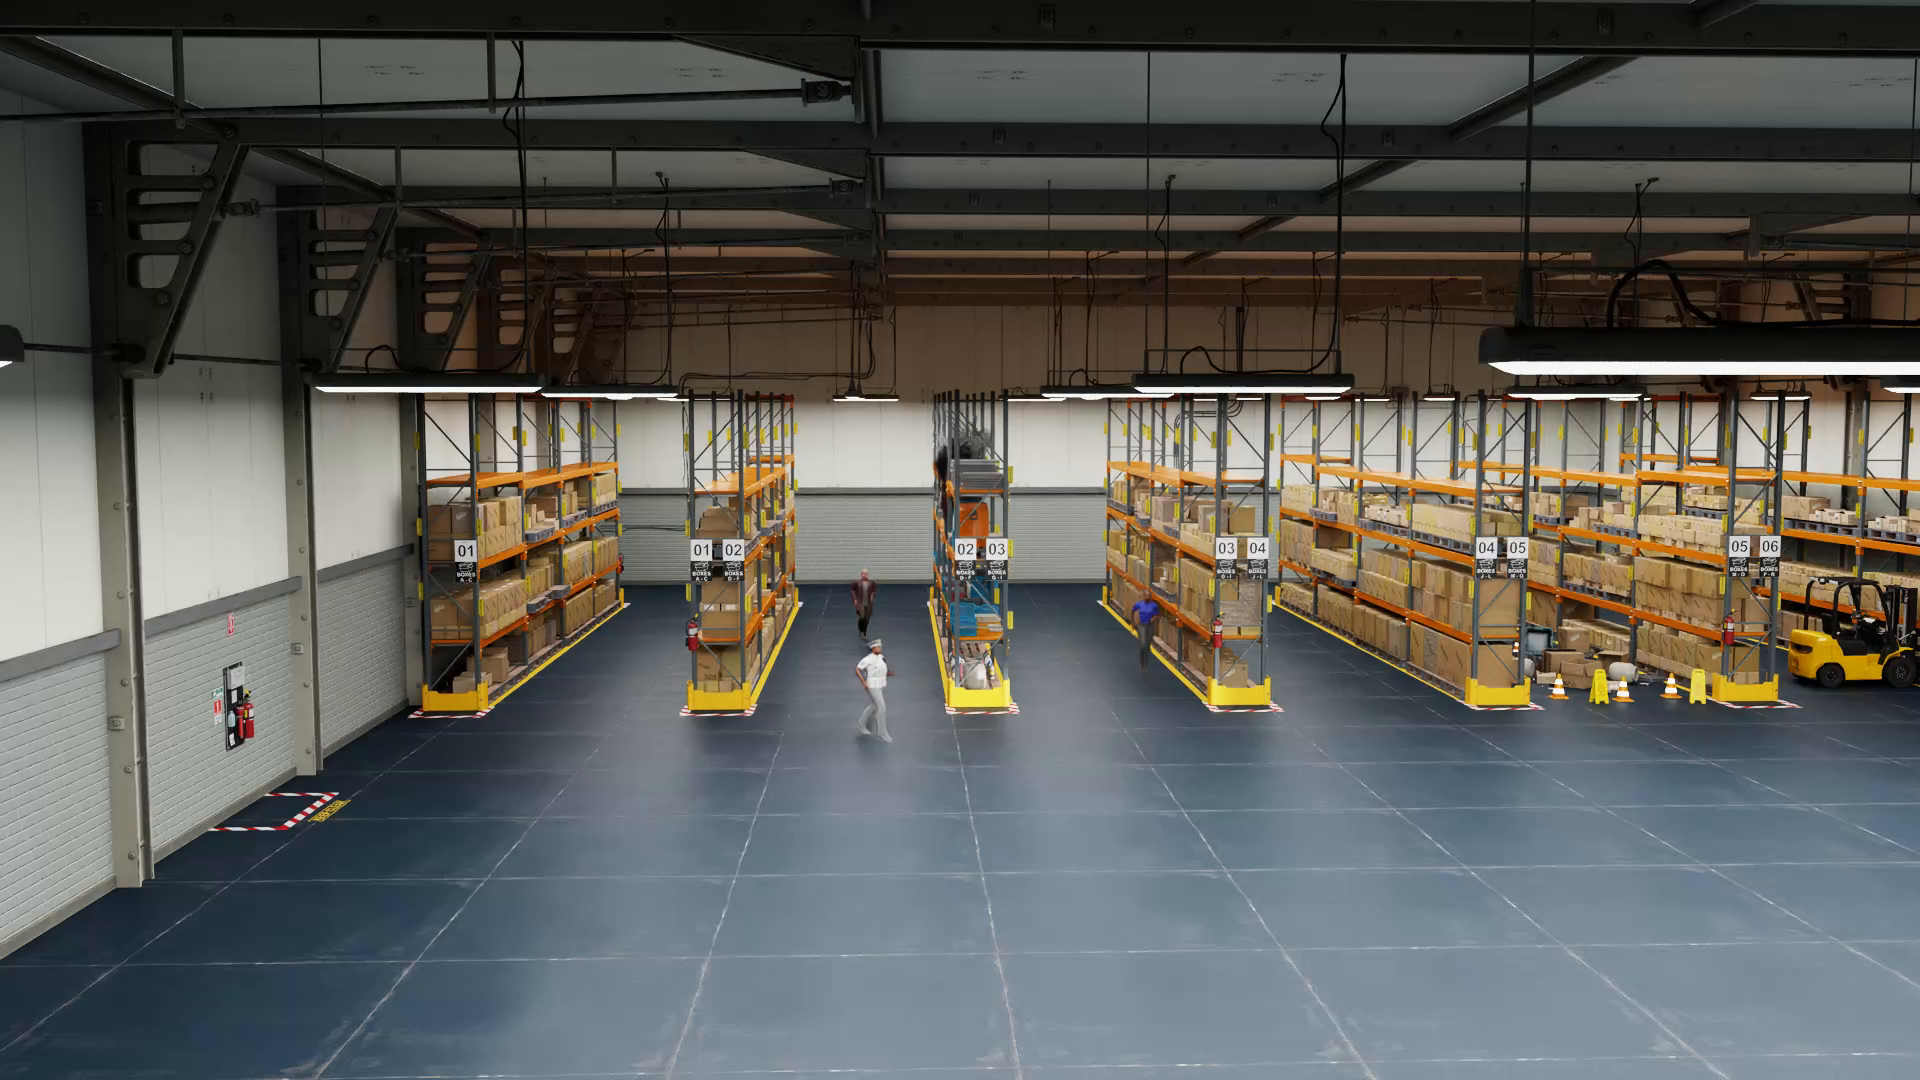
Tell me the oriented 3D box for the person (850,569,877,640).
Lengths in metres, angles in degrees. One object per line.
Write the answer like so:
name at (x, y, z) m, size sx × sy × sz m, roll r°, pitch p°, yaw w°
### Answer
person at (-2.317, 1.564, 40.296) m, size 0.627 × 1.723 × 0.760 m, roll -1°, pitch 5°, yaw -18°

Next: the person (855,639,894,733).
person at (-1.459, 2.477, 28.436) m, size 0.767 × 1.594 × 0.542 m, roll 2°, pitch 5°, yaw 27°

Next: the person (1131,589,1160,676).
person at (3.787, 1.875, 33.850) m, size 0.536 × 1.749 × 0.777 m, roll -1°, pitch 5°, yaw -8°
